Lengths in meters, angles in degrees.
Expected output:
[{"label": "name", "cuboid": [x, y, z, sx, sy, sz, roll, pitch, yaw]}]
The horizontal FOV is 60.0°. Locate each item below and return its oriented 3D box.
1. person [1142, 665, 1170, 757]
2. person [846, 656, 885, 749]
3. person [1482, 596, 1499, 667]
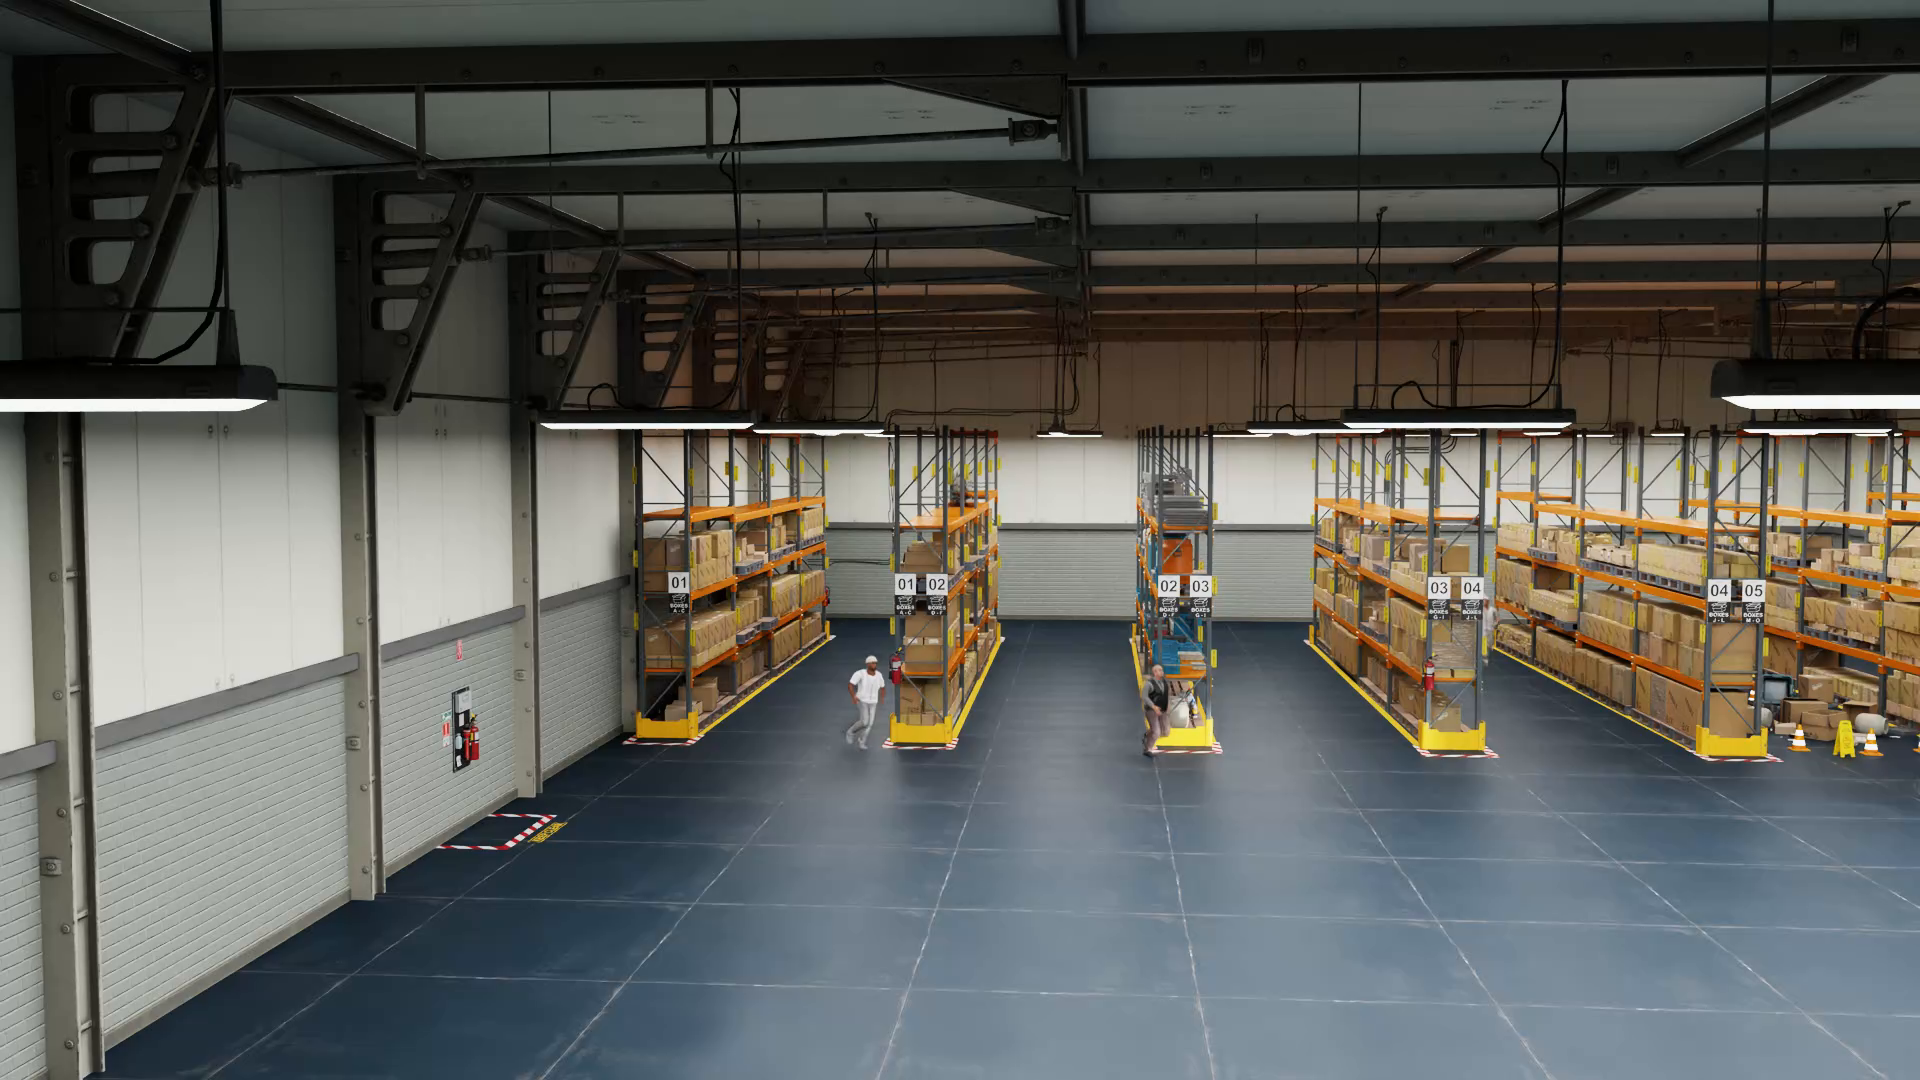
[{"label": "person", "cuboid": [3.552, 3.084, 30.050, 0.676, 1.658, 0.593, -2, 4, -36]}, {"label": "person", "cuboid": [-1.716, 3.011, 30.941, 0.737, 1.700, 0.564, -2, 4, -33]}, {"label": "person", "cuboid": [13.366, 2.309, 42.234, 0.647, 1.777, 0.803, 1, 3, 11]}]
